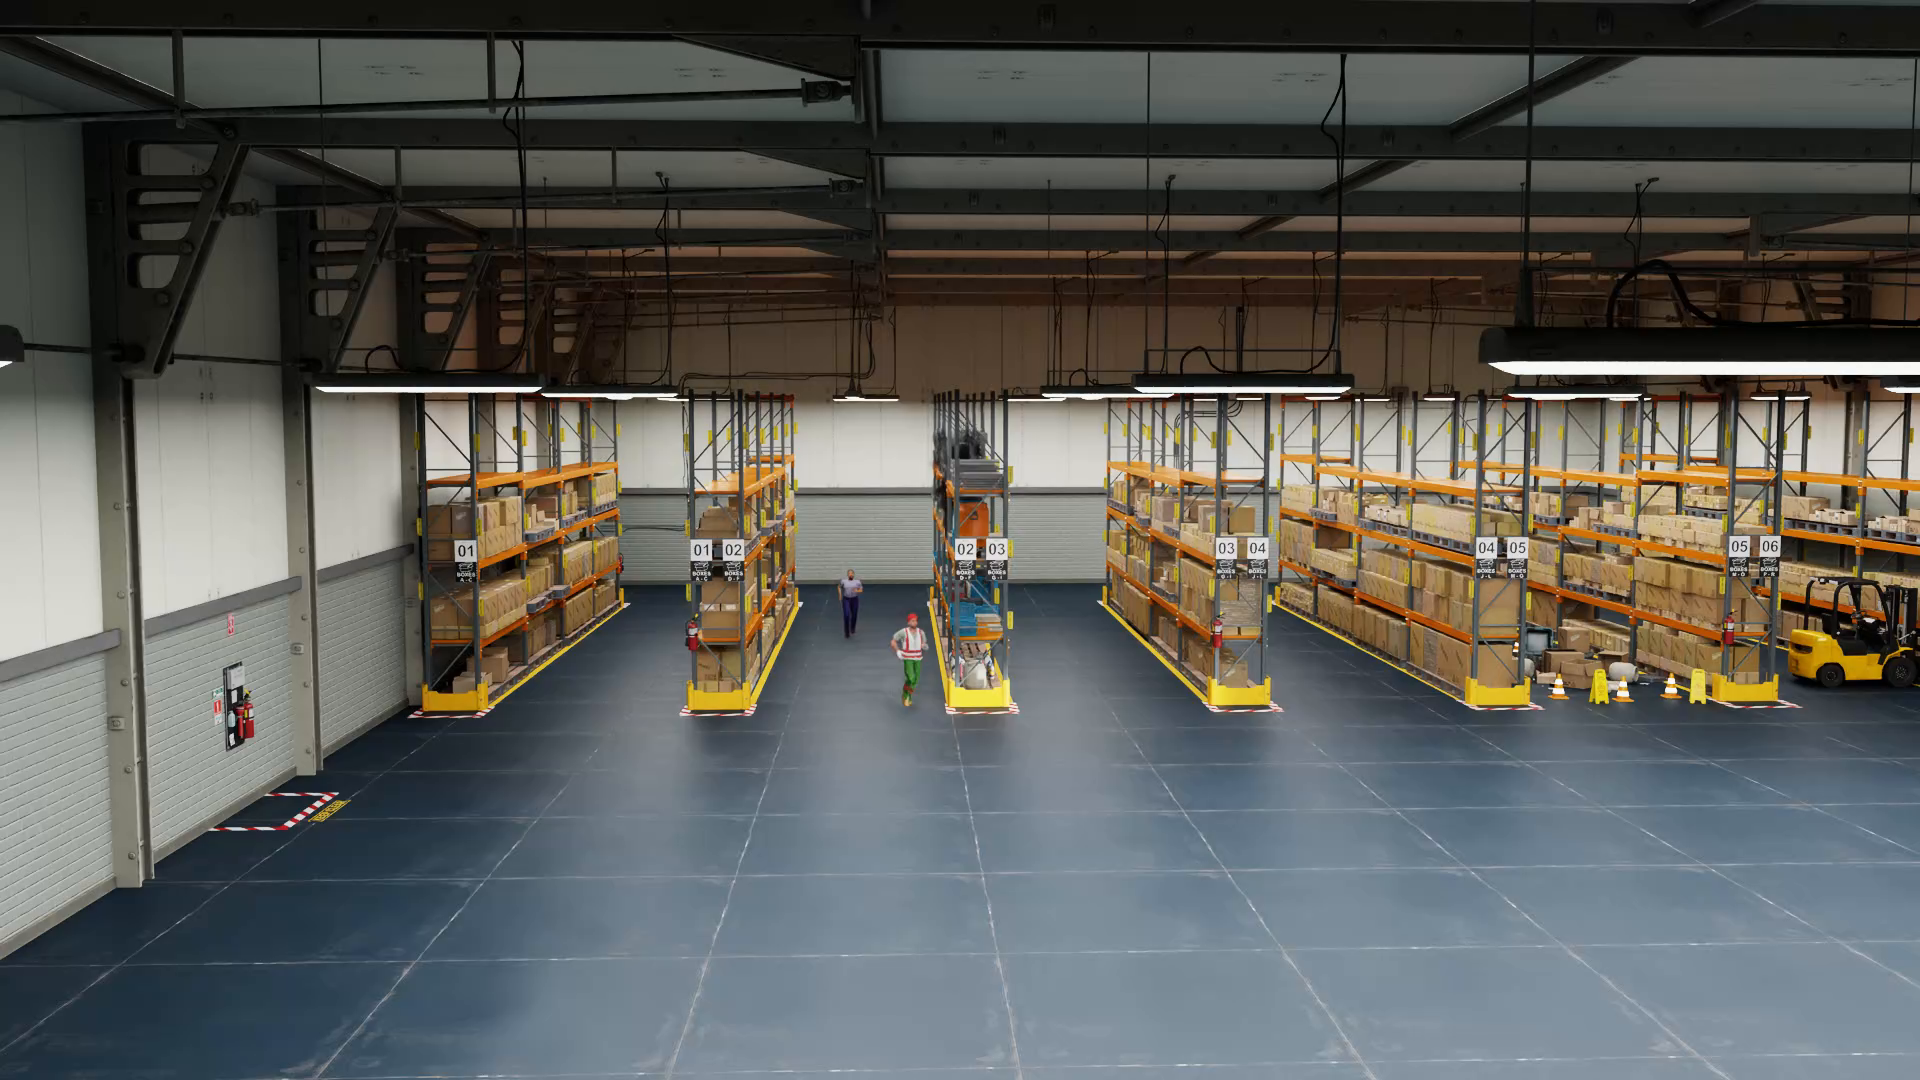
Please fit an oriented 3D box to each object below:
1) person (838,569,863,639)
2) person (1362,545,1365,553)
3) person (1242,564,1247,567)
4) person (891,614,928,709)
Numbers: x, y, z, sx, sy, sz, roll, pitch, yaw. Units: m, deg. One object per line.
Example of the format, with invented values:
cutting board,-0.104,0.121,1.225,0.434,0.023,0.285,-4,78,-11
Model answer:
person,-2.694,1.564,40.951,0.582,1.708,0.775,-1,5,-11
person,11.343,1.025,46.902,0.765,1.784,0.699,0,5,0
person,7.946,1.188,45.331,0.629,1.775,0.812,0,5,4
person,-0.895,2.285,31.400,0.651,1.786,0.665,-3,5,-28
